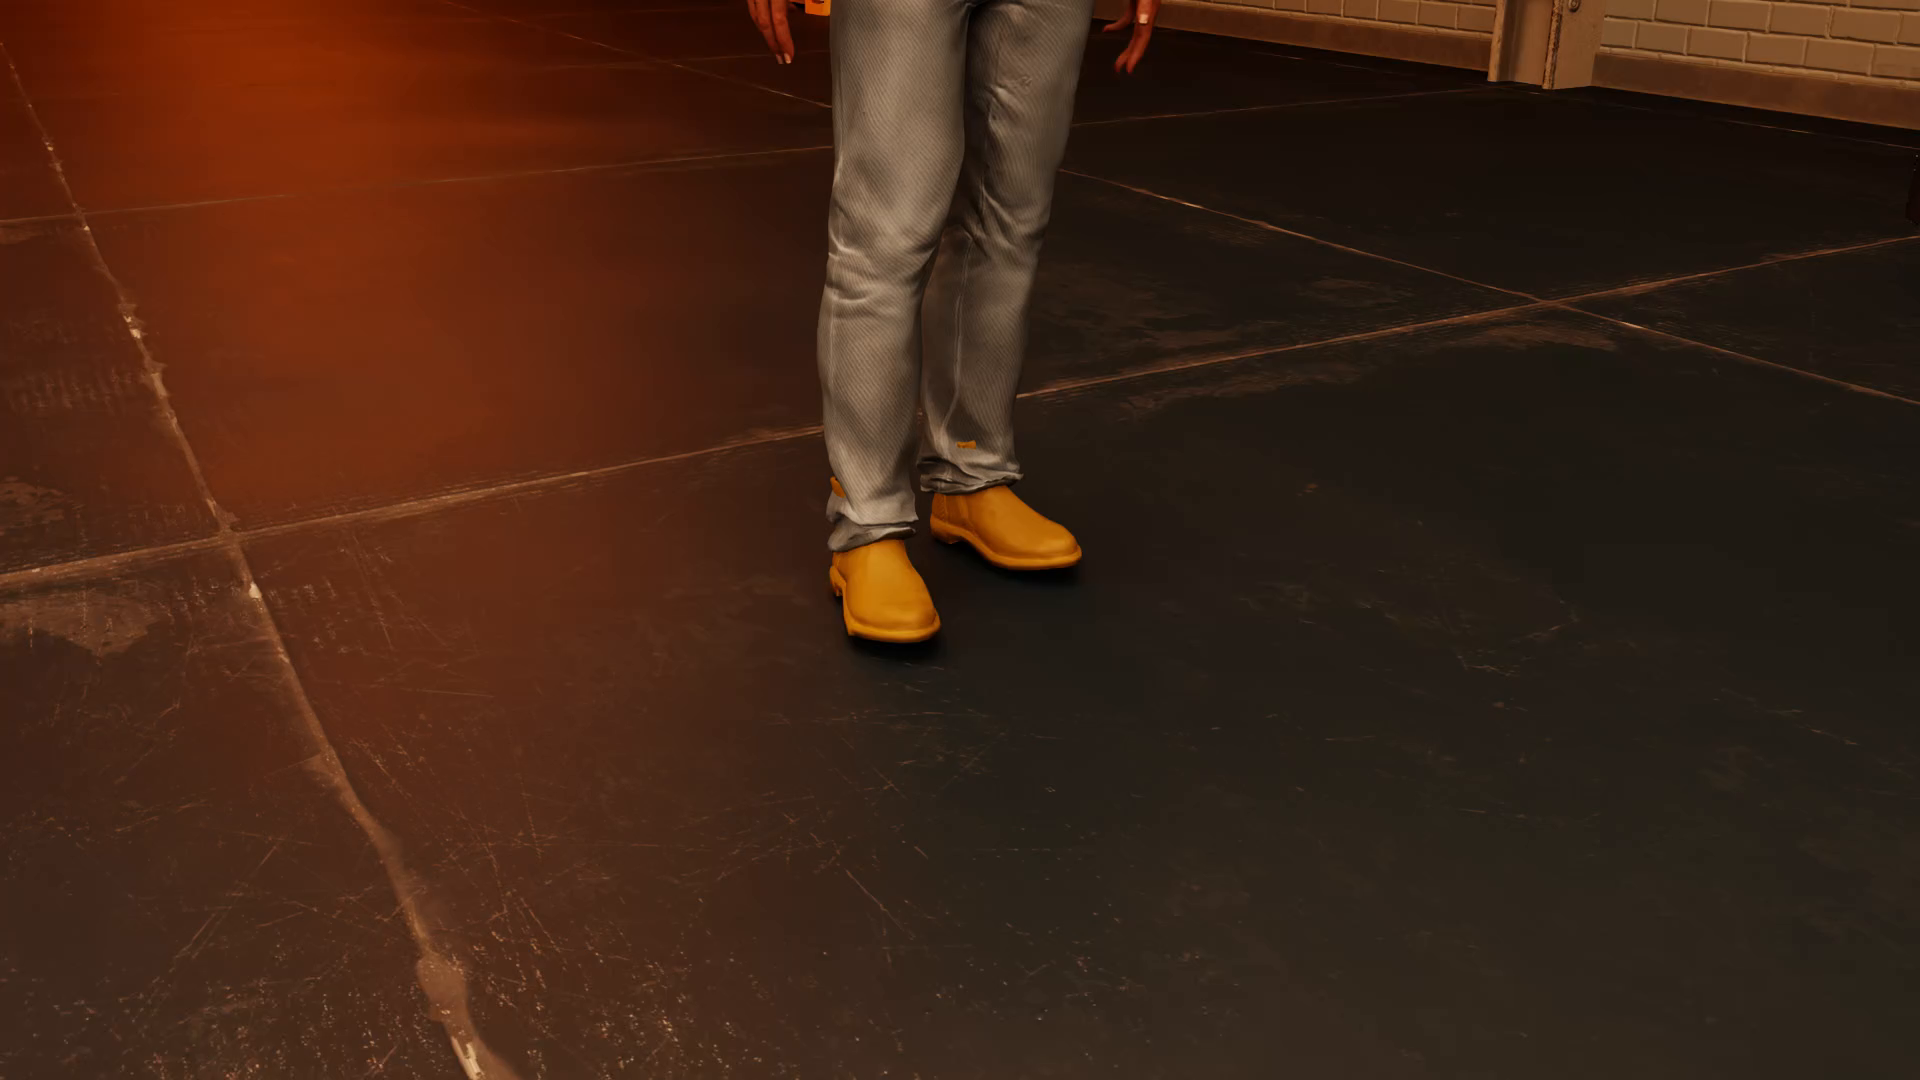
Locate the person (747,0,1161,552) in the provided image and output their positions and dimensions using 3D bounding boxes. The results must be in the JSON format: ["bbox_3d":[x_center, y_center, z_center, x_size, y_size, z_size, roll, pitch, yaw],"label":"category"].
[{"bbox_3d":[-0.009,-0.853,2.289,0.665,1.709,0.418,-12,25,-28],"label":"person"}]

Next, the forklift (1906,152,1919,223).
[{"bbox_3d":[4.163,-2.309,4.401,3.031,2.935,1.130,-13,25,-28],"label":"forklift"}]
